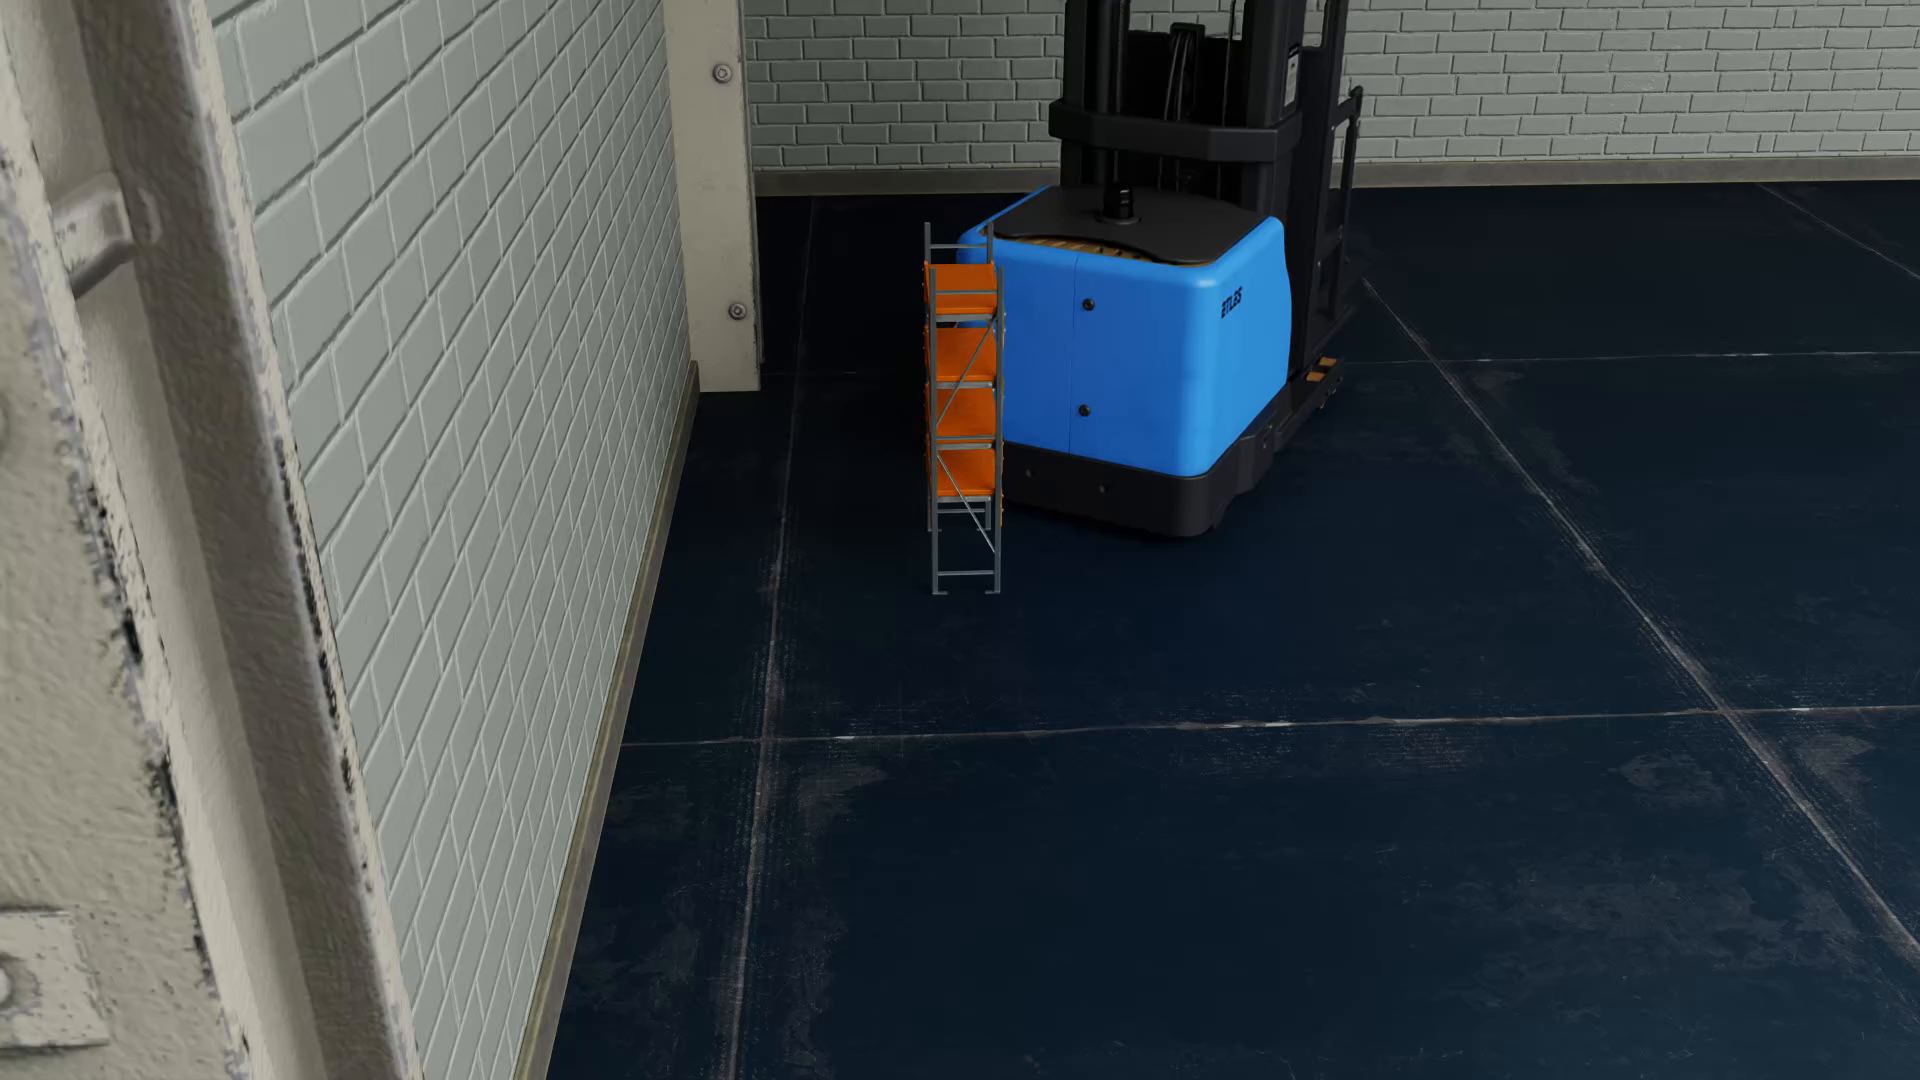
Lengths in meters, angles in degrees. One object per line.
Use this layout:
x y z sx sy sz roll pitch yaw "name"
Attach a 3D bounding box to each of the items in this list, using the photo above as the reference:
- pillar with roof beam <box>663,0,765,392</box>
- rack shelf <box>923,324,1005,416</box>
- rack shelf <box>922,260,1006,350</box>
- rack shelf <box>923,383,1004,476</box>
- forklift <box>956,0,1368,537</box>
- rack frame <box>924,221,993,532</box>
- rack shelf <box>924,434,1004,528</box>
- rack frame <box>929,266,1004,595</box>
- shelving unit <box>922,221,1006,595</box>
3.227 -4.860 5.838 9.100 9.000 0.400 -1 28 -3 "pillar with roof beam"
0.009 -0.594 5.754 0.258 0.148 0.480 -1 28 -3 "rack shelf"
0.009 -0.804 5.644 0.258 0.148 0.480 -1 28 -3 "rack shelf"
0.009 -0.396 5.857 0.258 0.148 0.480 -1 28 -3 "rack shelf"
1.088 -1.962 6.843 1.130 2.935 3.031 13 30 24 "forklift"
-0.004 -0.568 6.042 0.240 1.200 0.015 -1 28 -3 "rack frame"
0.009 -0.220 5.949 0.258 0.148 0.480 -1 28 -3 "rack shelf"
0.021 -0.343 5.610 0.240 1.200 0.015 -1 28 -3 "rack frame"
0.009 -0.456 5.826 0.258 1.200 0.503 -1 28 -3 "shelving unit"
